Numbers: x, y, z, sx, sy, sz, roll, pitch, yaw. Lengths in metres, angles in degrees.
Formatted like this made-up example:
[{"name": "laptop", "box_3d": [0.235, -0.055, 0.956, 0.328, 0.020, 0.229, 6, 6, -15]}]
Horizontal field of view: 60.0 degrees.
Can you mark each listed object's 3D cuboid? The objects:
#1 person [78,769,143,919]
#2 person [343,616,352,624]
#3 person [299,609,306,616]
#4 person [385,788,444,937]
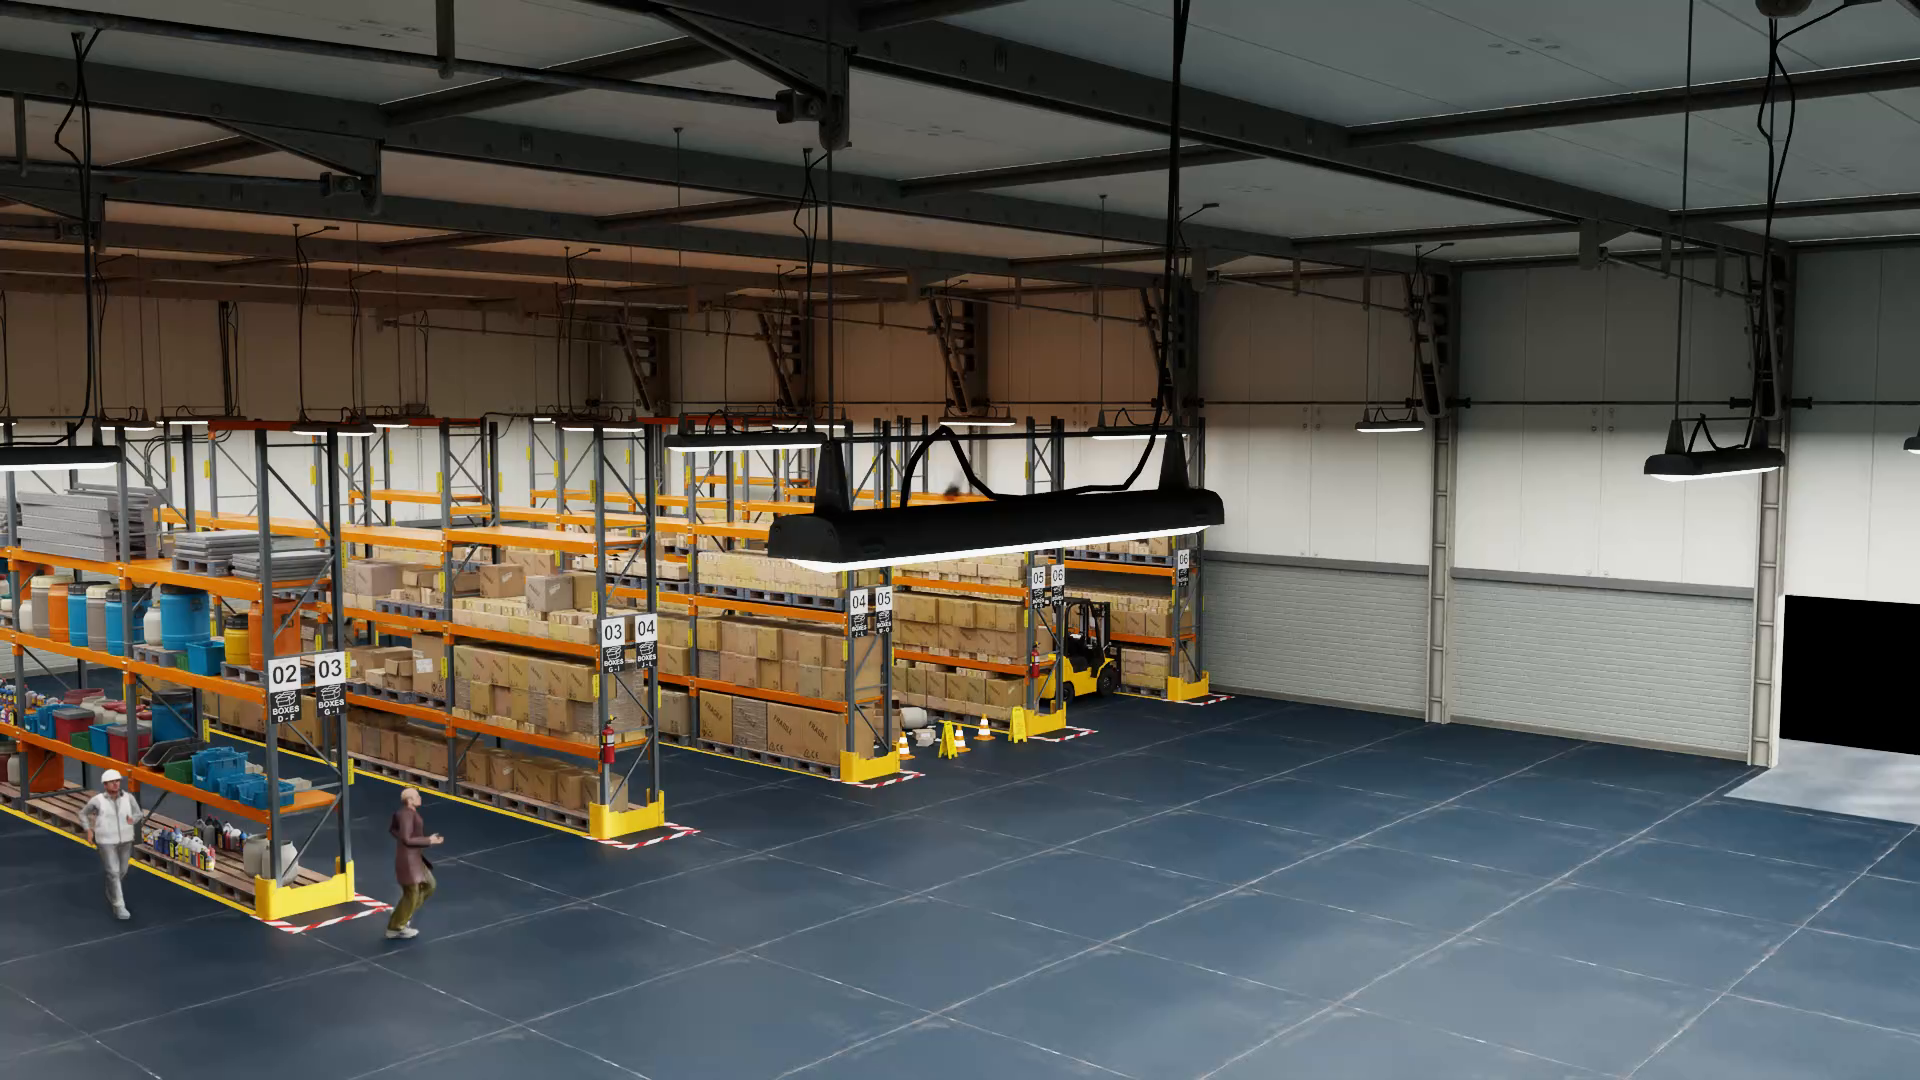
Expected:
[{"name": "person", "box_3d": [-10.439, 3.708, 20.525, 0.950, 1.763, 0.656, 4, 6, 41]}, {"name": "person", "box_3d": [-14.716, 2.229, 39.435, 1.105, 1.592, 0.726, -2, 5, -23]}, {"name": "person", "box_3d": [-15.131, 2.382, 37.804, 0.673, 1.606, 0.559, 1, 5, 10]}, {"name": "person", "box_3d": [-6.500, 3.818, 19.818, 0.694, 1.742, 0.708, -1, 5, -16]}]
